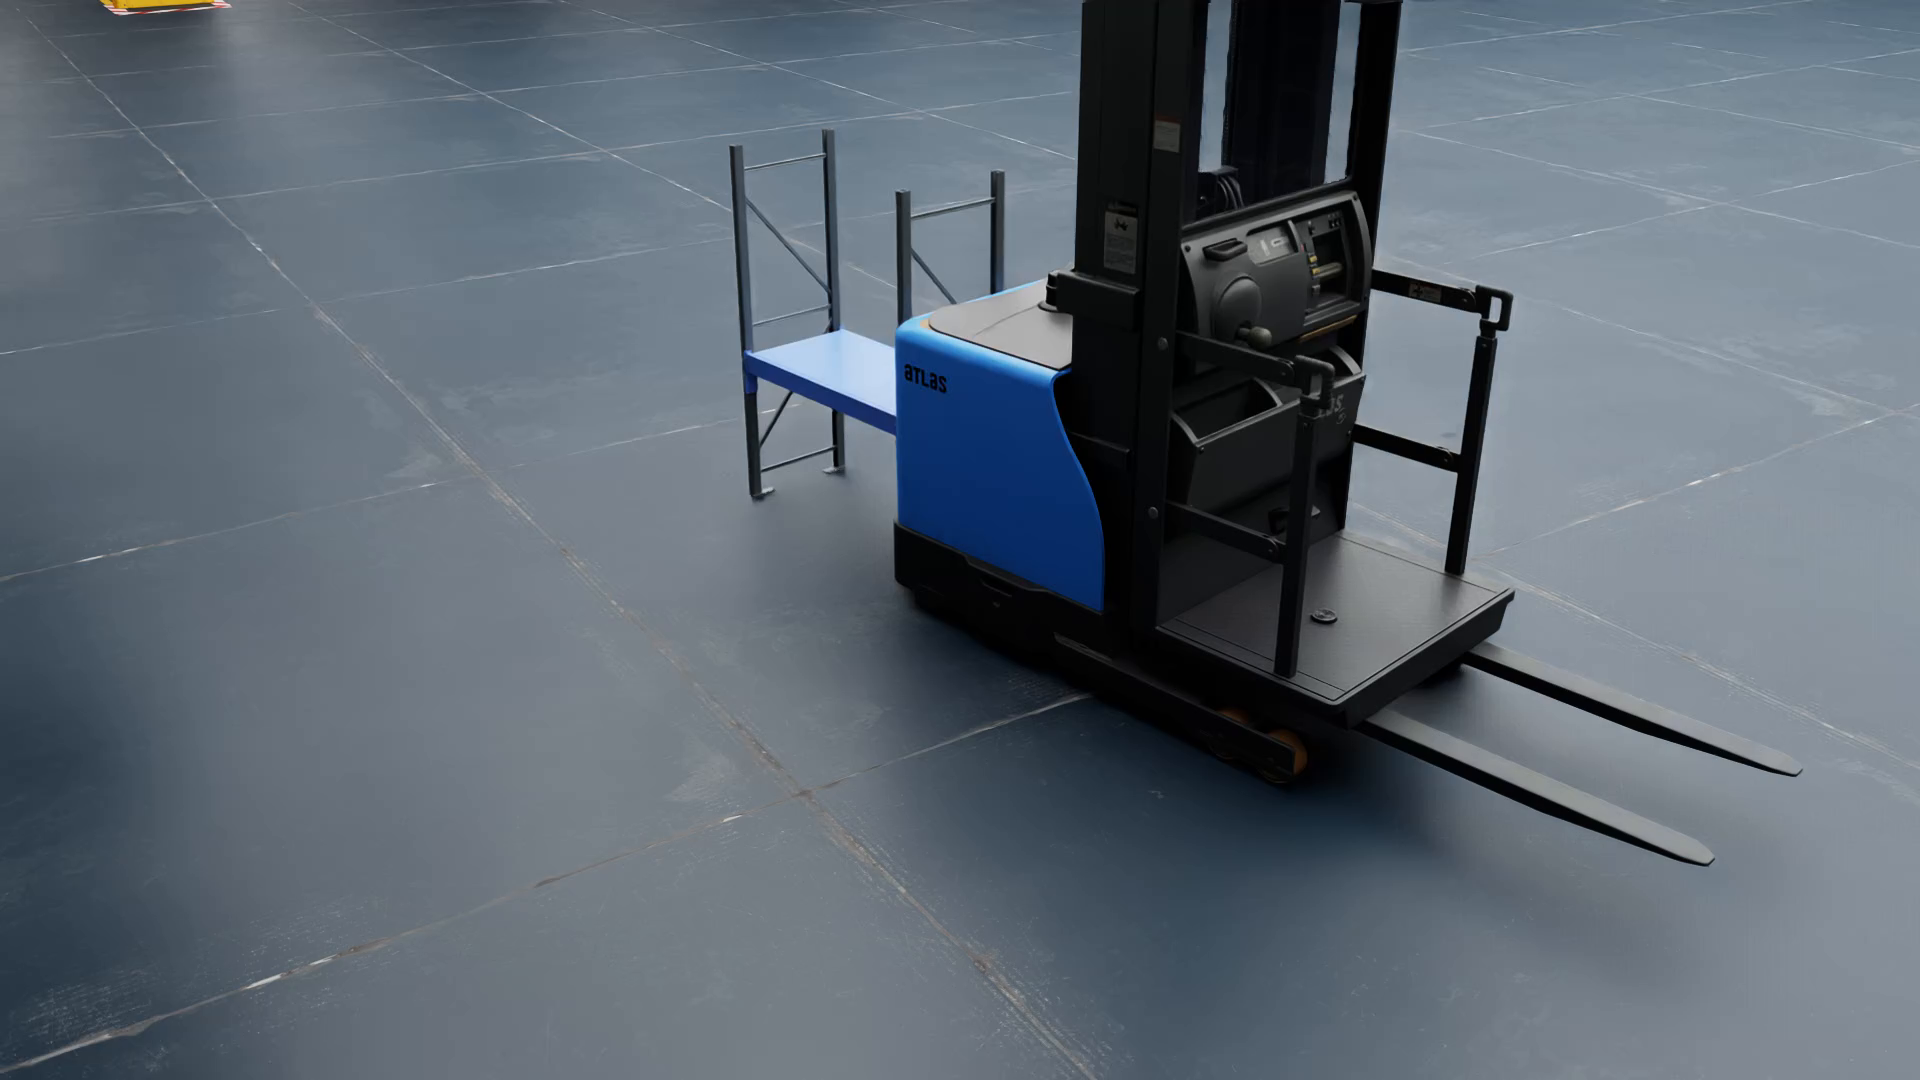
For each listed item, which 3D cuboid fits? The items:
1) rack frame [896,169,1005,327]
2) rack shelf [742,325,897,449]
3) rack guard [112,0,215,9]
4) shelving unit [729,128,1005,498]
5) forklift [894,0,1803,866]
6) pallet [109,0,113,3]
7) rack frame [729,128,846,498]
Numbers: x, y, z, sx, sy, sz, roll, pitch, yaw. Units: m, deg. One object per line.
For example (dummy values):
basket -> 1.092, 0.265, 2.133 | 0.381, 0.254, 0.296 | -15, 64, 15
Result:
rack frame -> -0.030, -0.613, 6.291 | 0.500, 1.500, 0.032 | -21, 32, -37
rack shelf -> -0.369, -0.612, 6.710 | 0.538, 0.185, 1.000 | -21, 32, -37
rack guard -> -10.178, -7.085, 21.172 | 1.175, 0.500, 0.348 | -16, 29, -30
shelving unit -> -0.369, -0.774, 6.633 | 0.538, 1.500, 1.048 | -21, 32, -37
forklift -> 1.148, -0.821, 5.056 | 1.130, 2.935, 3.031 | -23, 34, -40
pallet -> -10.644, -7.226, 21.810 | 1.003, 0.211, 1.213 | -16, 29, -30
rack frame -> -0.708, -0.936, 6.976 | 0.500, 1.500, 0.032 | -21, 32, -37
